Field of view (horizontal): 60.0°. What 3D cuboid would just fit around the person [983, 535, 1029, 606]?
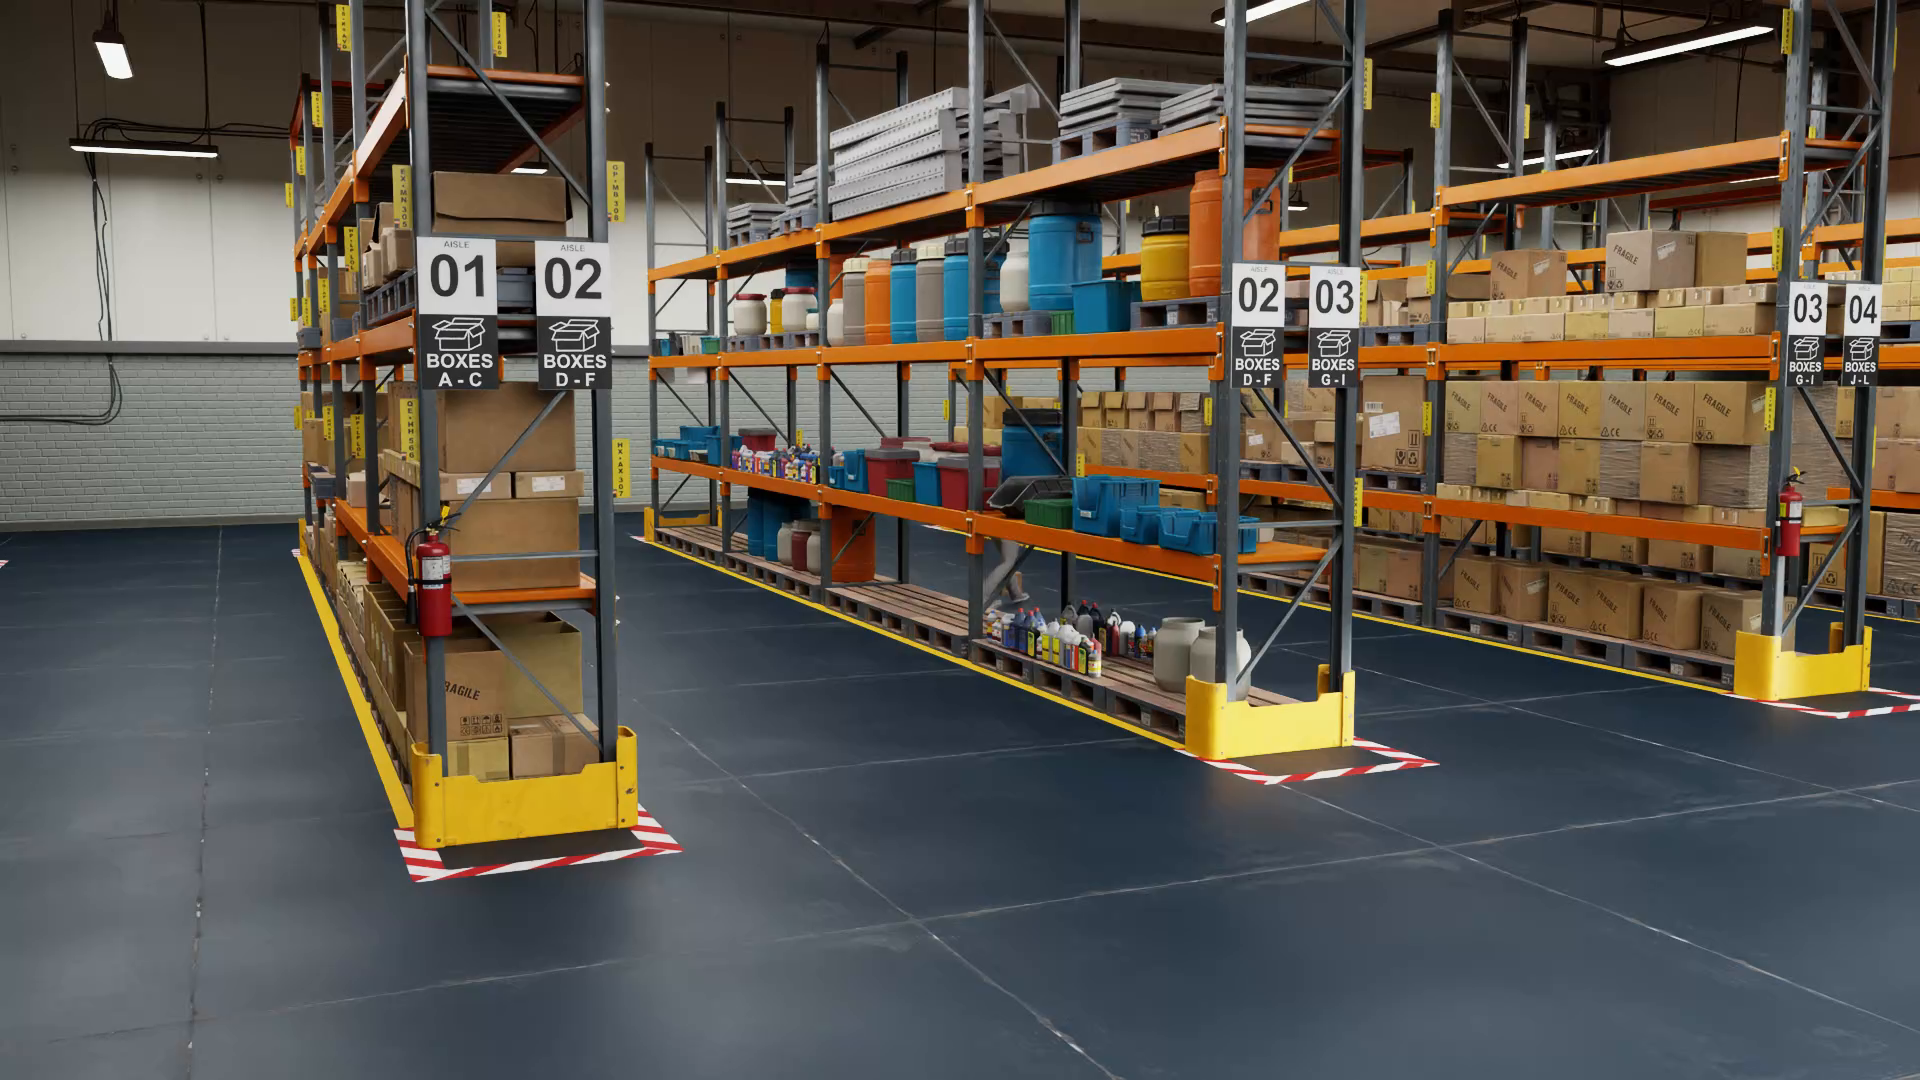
[{"bbox_3d":[0.465,-0.115,18.047,0.941,1.648,0.542,-5,8,-44],"label":"person"}]
